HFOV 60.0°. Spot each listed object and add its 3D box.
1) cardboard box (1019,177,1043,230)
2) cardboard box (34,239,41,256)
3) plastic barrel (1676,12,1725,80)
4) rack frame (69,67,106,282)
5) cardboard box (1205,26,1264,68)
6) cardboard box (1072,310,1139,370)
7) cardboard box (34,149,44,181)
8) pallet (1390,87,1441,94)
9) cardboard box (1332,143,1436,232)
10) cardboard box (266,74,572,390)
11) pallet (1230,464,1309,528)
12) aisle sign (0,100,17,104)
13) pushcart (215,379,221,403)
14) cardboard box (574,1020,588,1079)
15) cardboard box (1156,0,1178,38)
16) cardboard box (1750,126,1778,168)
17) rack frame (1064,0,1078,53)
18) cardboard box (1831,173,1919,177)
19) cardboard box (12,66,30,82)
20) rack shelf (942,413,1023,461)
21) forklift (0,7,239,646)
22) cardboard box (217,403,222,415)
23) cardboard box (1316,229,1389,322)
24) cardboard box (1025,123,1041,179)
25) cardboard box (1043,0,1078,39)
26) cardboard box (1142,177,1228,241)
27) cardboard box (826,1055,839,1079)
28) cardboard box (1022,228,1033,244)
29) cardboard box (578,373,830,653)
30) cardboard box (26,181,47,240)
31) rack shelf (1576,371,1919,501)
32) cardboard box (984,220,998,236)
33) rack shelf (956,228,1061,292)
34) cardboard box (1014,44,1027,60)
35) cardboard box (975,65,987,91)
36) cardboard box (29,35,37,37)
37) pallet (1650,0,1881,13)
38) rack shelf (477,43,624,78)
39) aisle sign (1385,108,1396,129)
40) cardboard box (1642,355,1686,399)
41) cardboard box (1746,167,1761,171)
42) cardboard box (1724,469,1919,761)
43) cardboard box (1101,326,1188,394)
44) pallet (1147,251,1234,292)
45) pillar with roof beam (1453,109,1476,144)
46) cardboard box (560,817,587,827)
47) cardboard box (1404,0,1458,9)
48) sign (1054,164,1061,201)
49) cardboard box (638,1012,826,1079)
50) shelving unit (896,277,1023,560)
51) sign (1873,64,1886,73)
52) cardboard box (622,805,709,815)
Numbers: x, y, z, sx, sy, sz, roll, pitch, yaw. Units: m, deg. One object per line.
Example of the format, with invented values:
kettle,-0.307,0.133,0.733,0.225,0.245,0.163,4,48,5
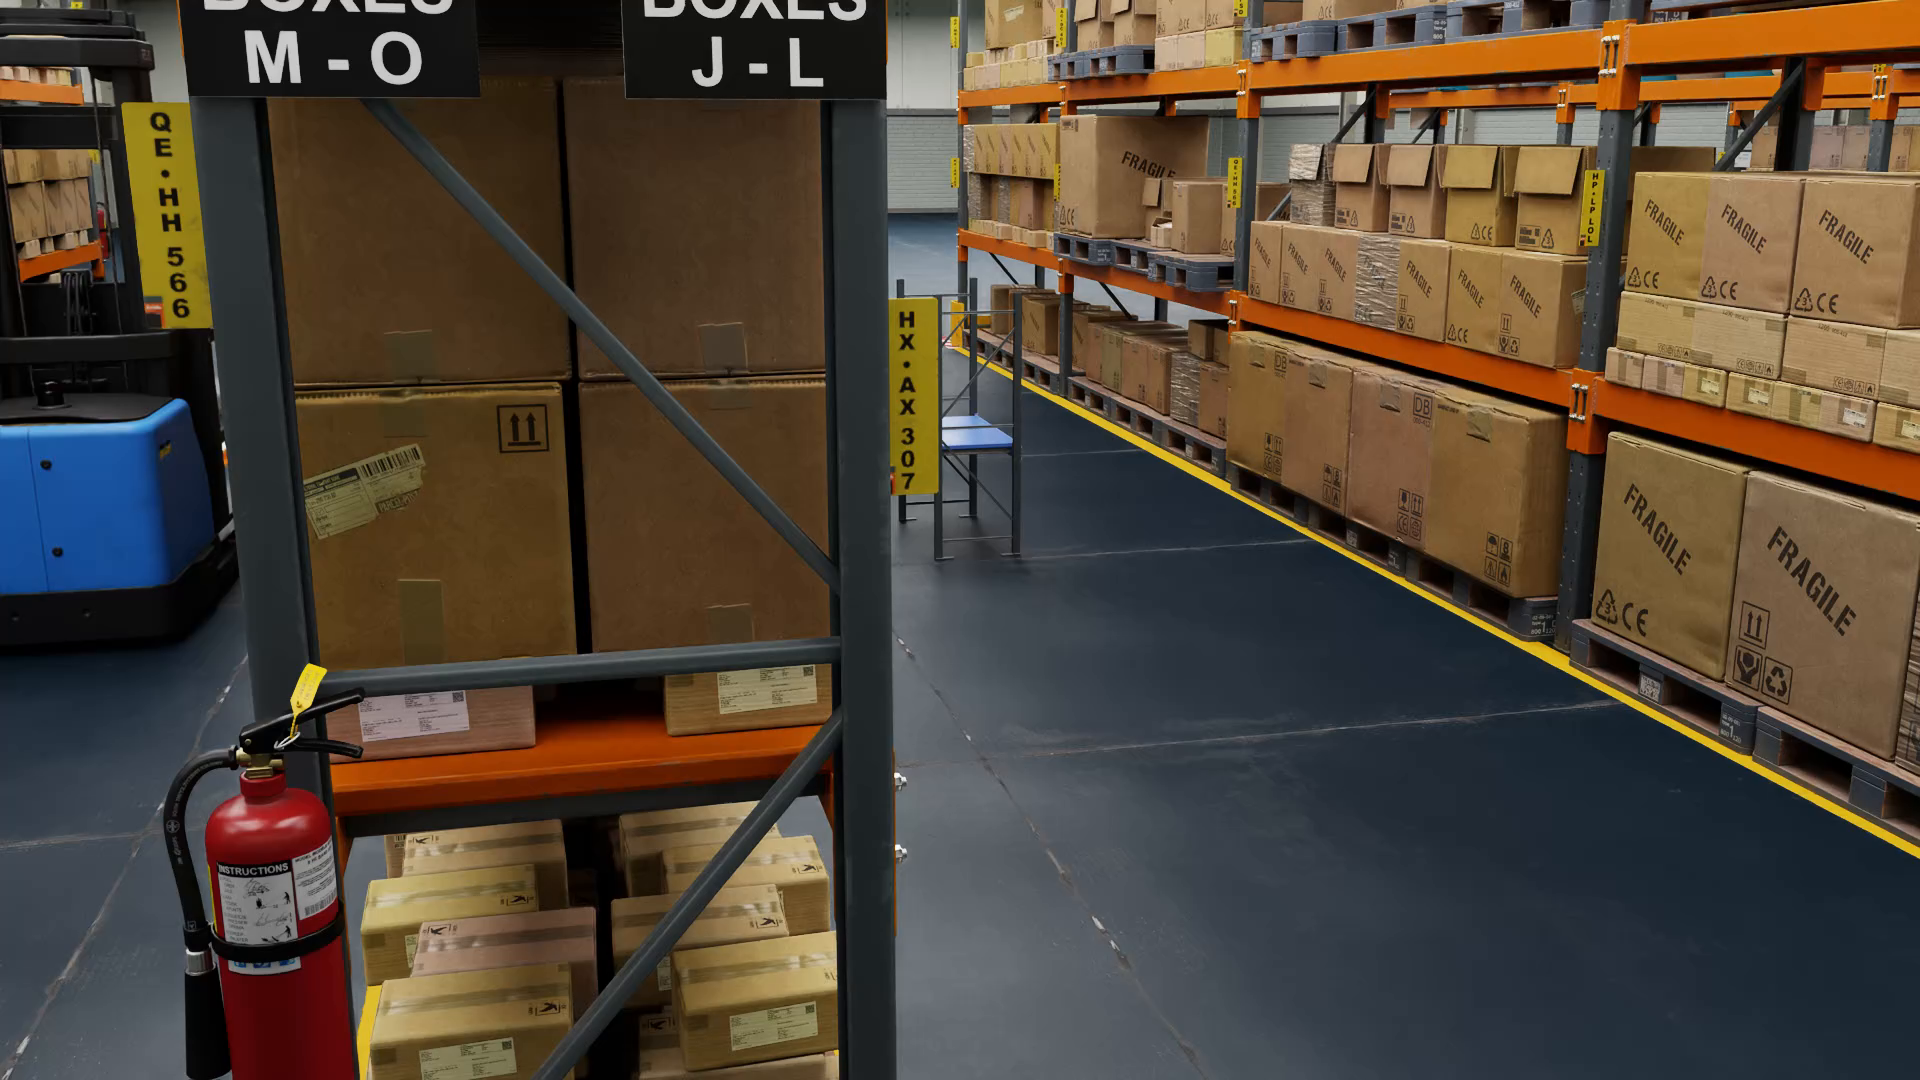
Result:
cardboard box,1.070,-3.333,16.411,0.875,0.500,0.500,-3,14,-13
cardboard box,-8.359,-2.574,14.671,0.380,0.149,0.250,-3,14,-13
plastic barrel,6.713,-4.526,14.756,0.600,0.901,0.600,0,14,0
rack frame,-9.158,-3.176,16.606,1.000,3.000,0.127,-3,14,-13
cardboard box,2.004,-3.363,11.367,0.500,0.250,0.500,-3,14,-13
cardboard box,1.359,-1.890,15.723,0.500,0.500,0.500,-4,14,-15
cardboard box,-8.512,-3.397,14.567,0.700,0.500,0.500,-3,14,-14
pallet,5.388,-5.173,18.859,1.003,0.211,1.213,-3,14,-13
cardboard box,2.660,-2.098,9.871,0.797,0.503,0.637,-3,14,-12
cardboard box,-0.962,-0.554,2.932,0.500,0.500,0.500,-4,14,-14
pallet,2.465,-0.342,10.882,1.003,0.211,1.213,-3,14,-13
aisle sign,-9.474,-4.436,16.285,0.394,0.787,0.004,-3,14,-13
pushcart,-6.014,-1.118,13.707,1.648,0.377,0.936,-9,16,-33
cardboard box,-1.023,1.083,3.668,0.380,0.149,0.250,-4,14,-14
cardboard box,1.766,-3.960,12.231,0.500,0.500,0.500,-3,14,-12
cardboard box,10.215,-4.838,20.464,0.700,0.500,0.500,-3,14,-13
rack frame,1.414,-5.720,14.377,1.000,3.000,0.127,-3,14,-13
cardboard box,3.775,-1.189,6.582,0.500,0.500,0.500,-3,14,-13
cardboard box,-8.398,-4.092,14.566,0.380,0.149,0.250,-3,14,-14
rack shelf,-0.020,-0.574,9.872,0.538,0.185,1.000,-3,14,-13
forklift,-4.515,-1.231,8.788,1.130,2.935,3.031,-3,14,-12
cardboard box,-6.324,-1.232,14.412,0.396,0.266,0.258,10,17,35
cardboard box,2.450,-1.567,9.810,0.500,0.500,0.500,-4,14,-14
cardboard box,0.922,-3.688,15.758,0.500,0.500,0.500,-3,14,-13
cardboard box,1.061,-4.788,14.994,0.500,0.500,0.500,-4,14,-15
cardboard box,1.911,-2.665,13.412,0.797,0.503,0.637,-2,14,-7
cardboard box,-0.424,1.258,3.579,0.380,0.149,0.250,-3,14,-12
cardboard box,0.833,-3.008,16.447,0.380,0.149,0.250,-3,14,-13
cardboard box,-0.449,-0.096,3.162,0.500,0.500,0.500,-3,14,-11
cardboard box,-8.435,-2.910,14.679,0.500,0.500,0.500,-3,14,-13
rack shelf,3.763,-0.149,5.732,1.077,0.370,4.000,-3,14,-13
cardboard box,0.473,-3.353,17.862,0.380,0.149,0.250,-3,14,-13
rack shelf,0.944,-2.917,17.063,1.077,0.370,4.000,-3,14,-13
cardboard box,0.742,-4.746,16.188,0.380,0.149,0.250,-3,14,-11
cardboard box,0.464,-4.868,17.529,0.500,0.250,0.500,-4,14,-14
cardboard box,-8.681,-4.656,15.192,0.380,0.149,0.250,-3,14,-13
pallet,3.475,-2.185,6.415,1.003,0.211,1.213,-3,14,-13
rack shelf,-2.022,-2.276,8.117,1.077,0.370,4.000,-3,14,-13
aisle sign,4.988,-5.267,19.689,0.394,0.787,0.004,-3,14,-13
cardboard box,3.101,-0.690,6.962,0.380,0.149,0.250,-4,14,-15
cardboard box,9.988,-4.541,20.615,0.380,0.149,0.250,-3,14,-14
cardboard box,3.582,0.233,6.246,0.875,0.875,0.875,-3,14,-13
cardboard box,1.631,-1.551,14.295,0.700,0.500,0.500,-3,14,-14
pallet,2.083,-1.948,11.984,1.213,0.211,1.003,-3,14,-13
pillar with roof beam,7.512,-11.270,37.096,9.100,9.000,0.400,-3,14,-13
cardboard box,-1.241,0.697,4.622,0.380,0.149,0.250,-4,14,-15
cardboard box,2.854,-3.124,8.970,0.797,0.503,0.637,-3,14,-14
sign,0.889,-3.194,14.856,0.100,0.325,0.005,-3,14,-13
cardboard box,-0.486,1.117,3.529,0.380,0.149,0.250,-3,14,-11
shelving unit,-0.020,-0.748,9.830,0.538,1.500,1.048,-3,14,-13
sign,6.635,-3.533,11.967,0.100,0.325,0.005,-3,14,-13
cardboard box,-0.716,0.729,4.492,0.380,0.149,0.250,-3,14,-11
